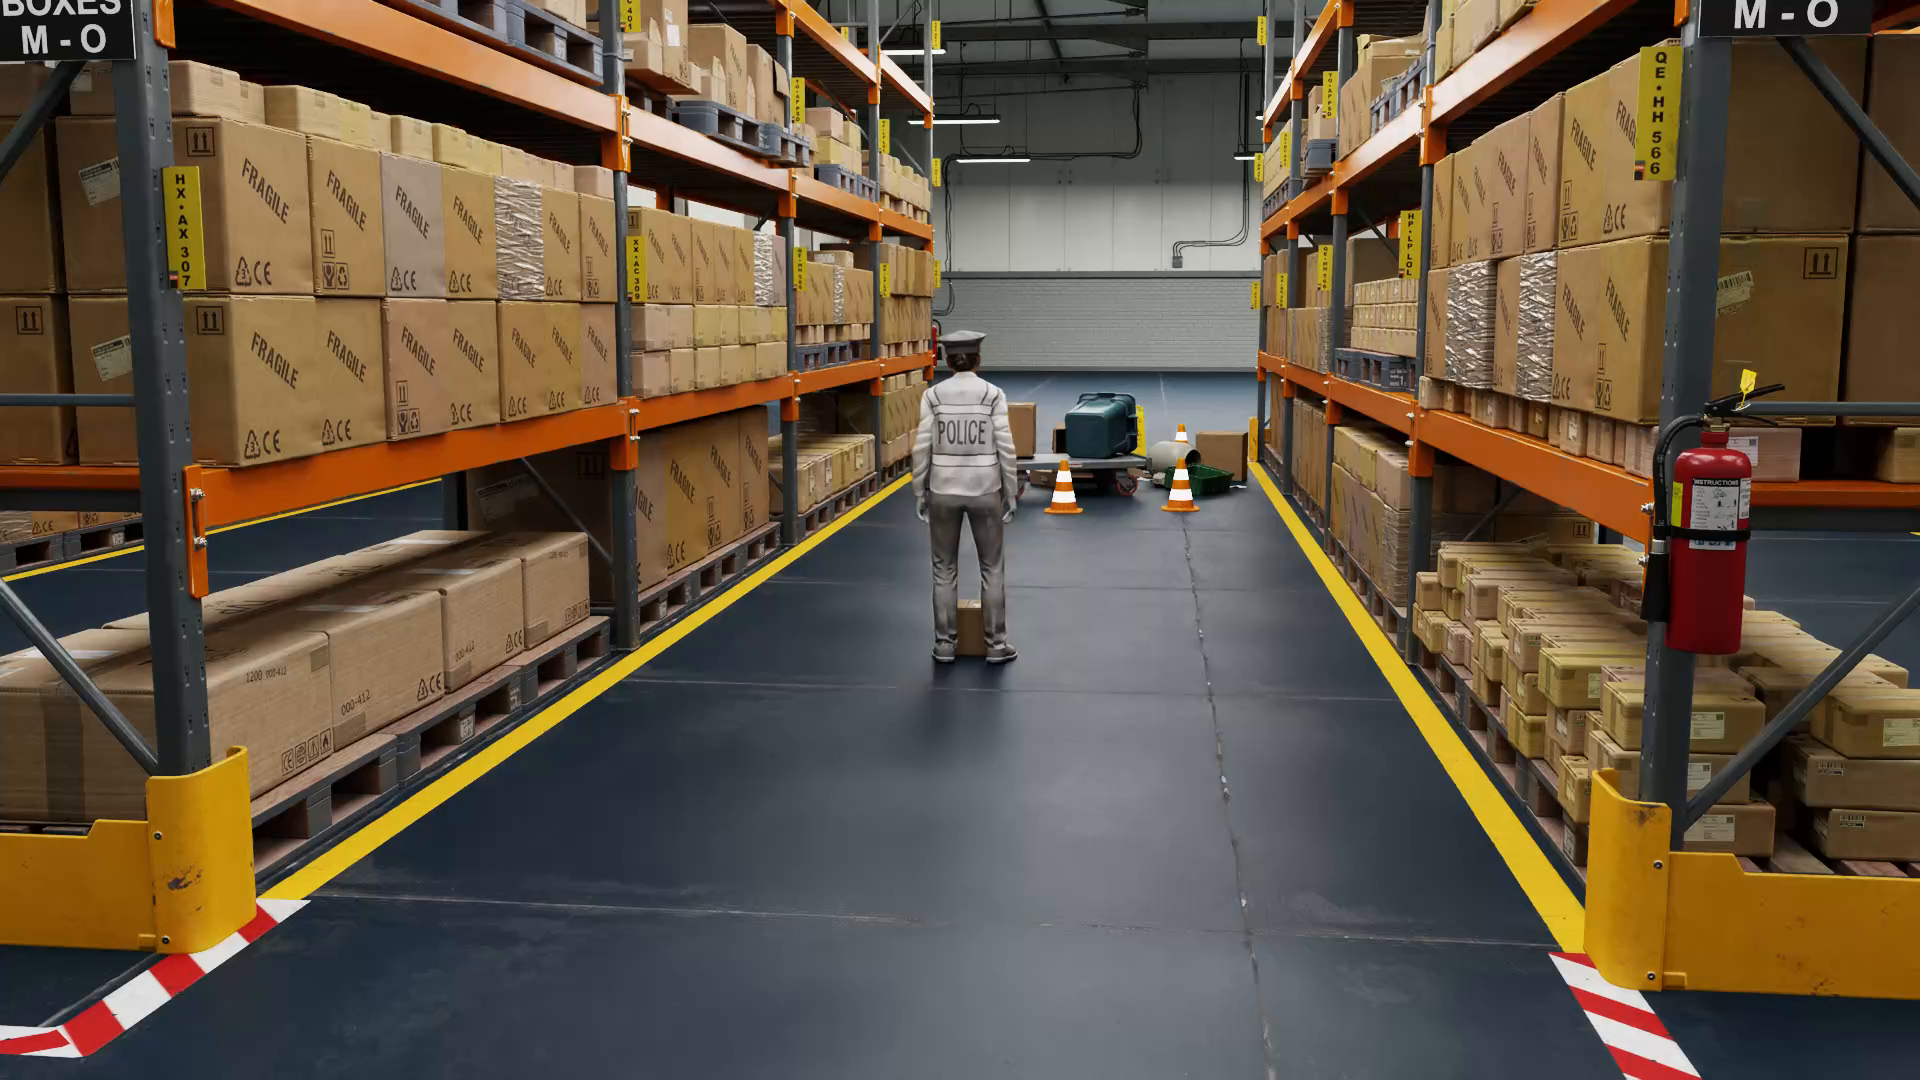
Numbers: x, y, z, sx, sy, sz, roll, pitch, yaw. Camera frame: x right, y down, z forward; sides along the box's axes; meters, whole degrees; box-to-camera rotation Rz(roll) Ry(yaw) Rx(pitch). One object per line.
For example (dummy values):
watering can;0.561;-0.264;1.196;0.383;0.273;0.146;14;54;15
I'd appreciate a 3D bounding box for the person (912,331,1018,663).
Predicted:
person;0.027;-0.213;8.358;0.530;1.663;0.377;1;8;6
